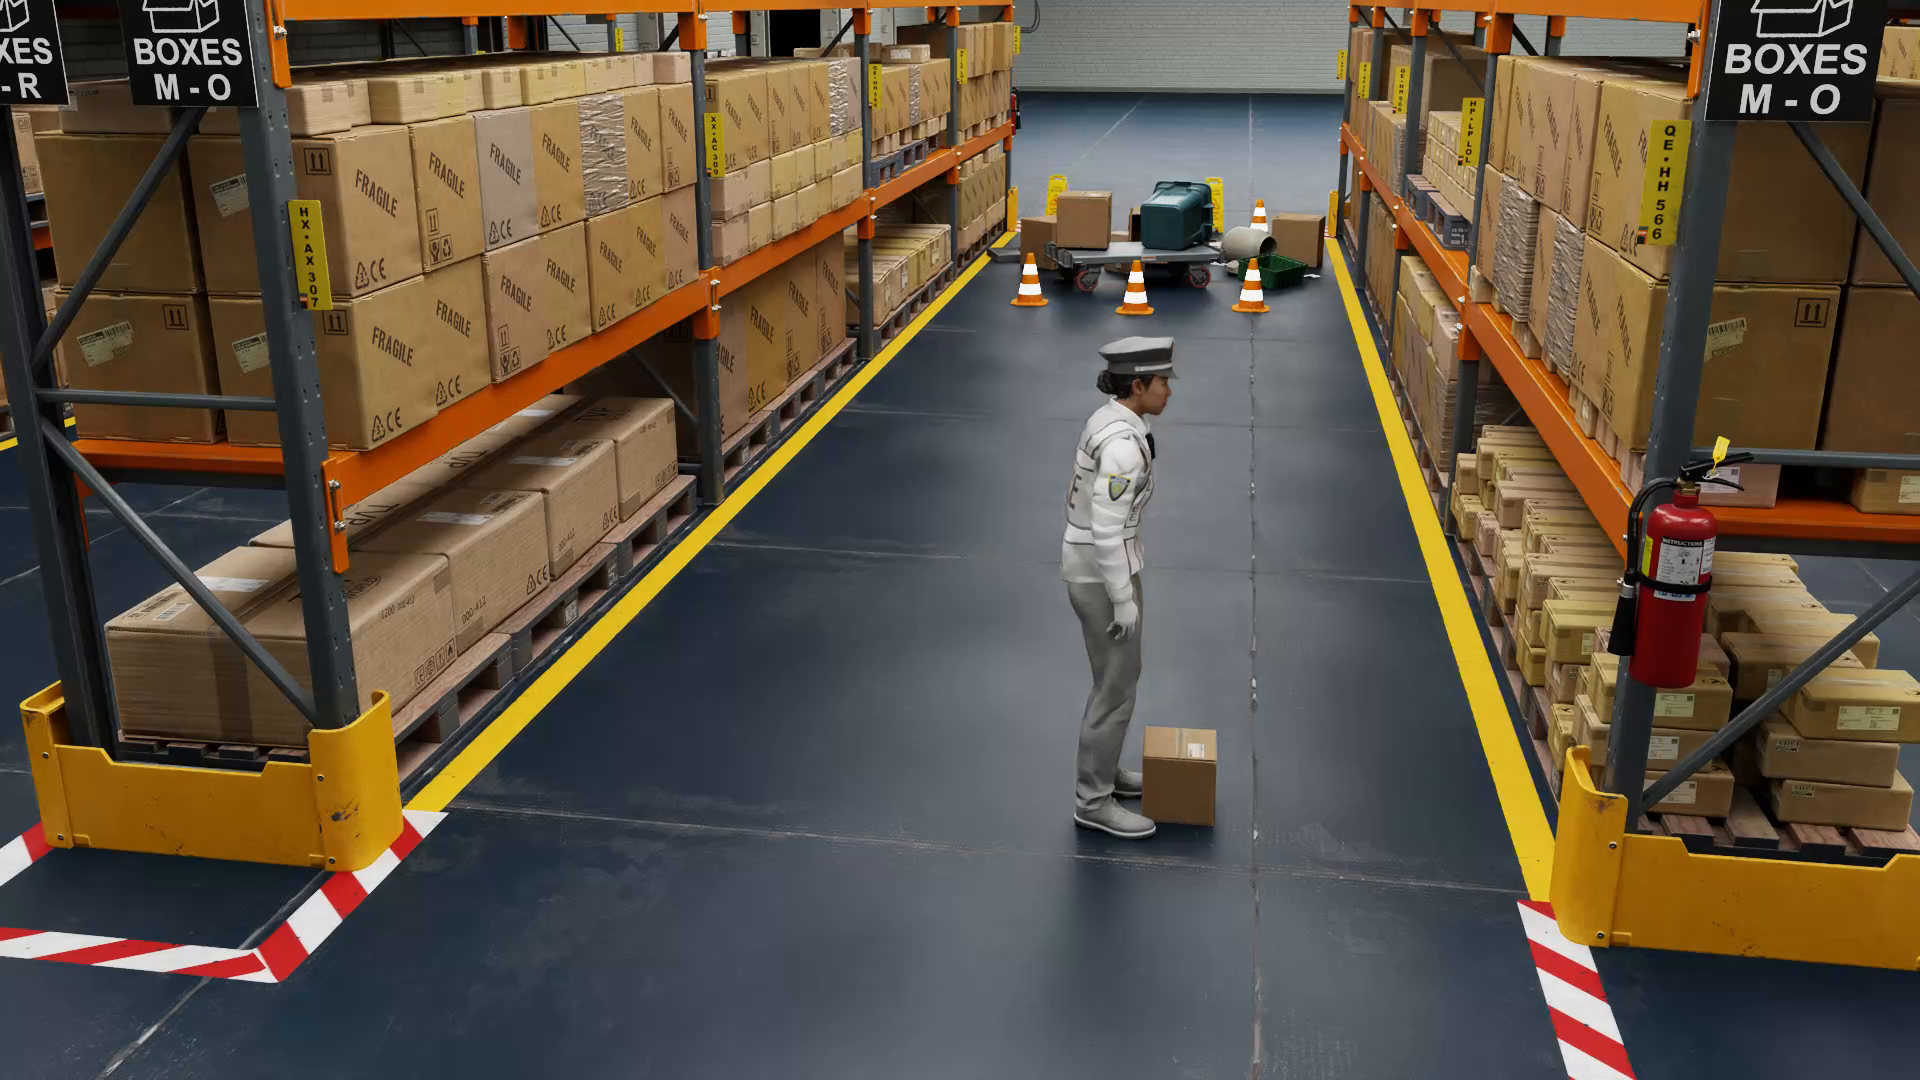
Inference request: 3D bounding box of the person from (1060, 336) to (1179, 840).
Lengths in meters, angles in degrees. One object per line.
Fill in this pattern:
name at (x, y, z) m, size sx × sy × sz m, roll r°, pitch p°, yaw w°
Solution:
person at (0.525, 0.139, 5.622) m, size 0.376 × 1.663 × 0.544 m, roll 2°, pitch 18°, yaw 5°
